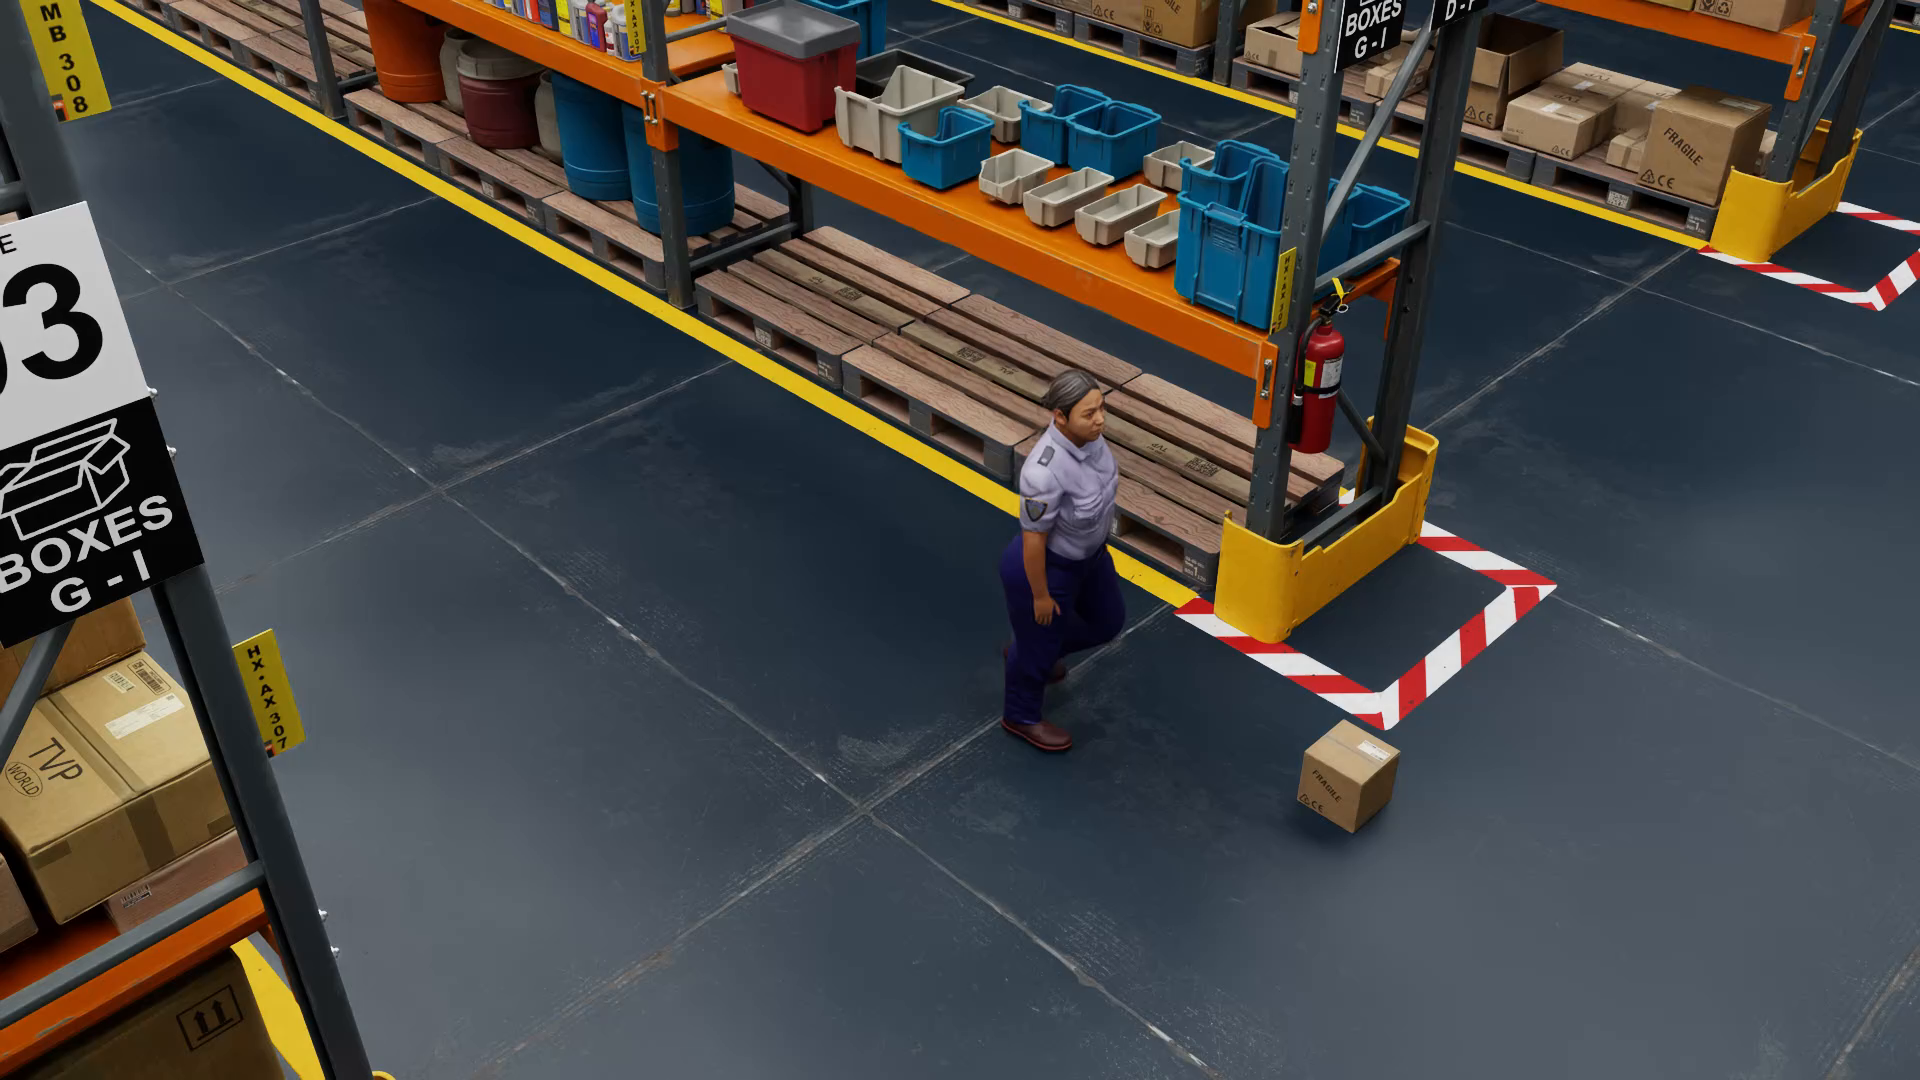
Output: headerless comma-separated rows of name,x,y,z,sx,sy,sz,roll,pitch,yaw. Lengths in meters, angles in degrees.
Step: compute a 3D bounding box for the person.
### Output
person,0.335,0.067,6.054,0.487,1.642,0.545,18,39,23
